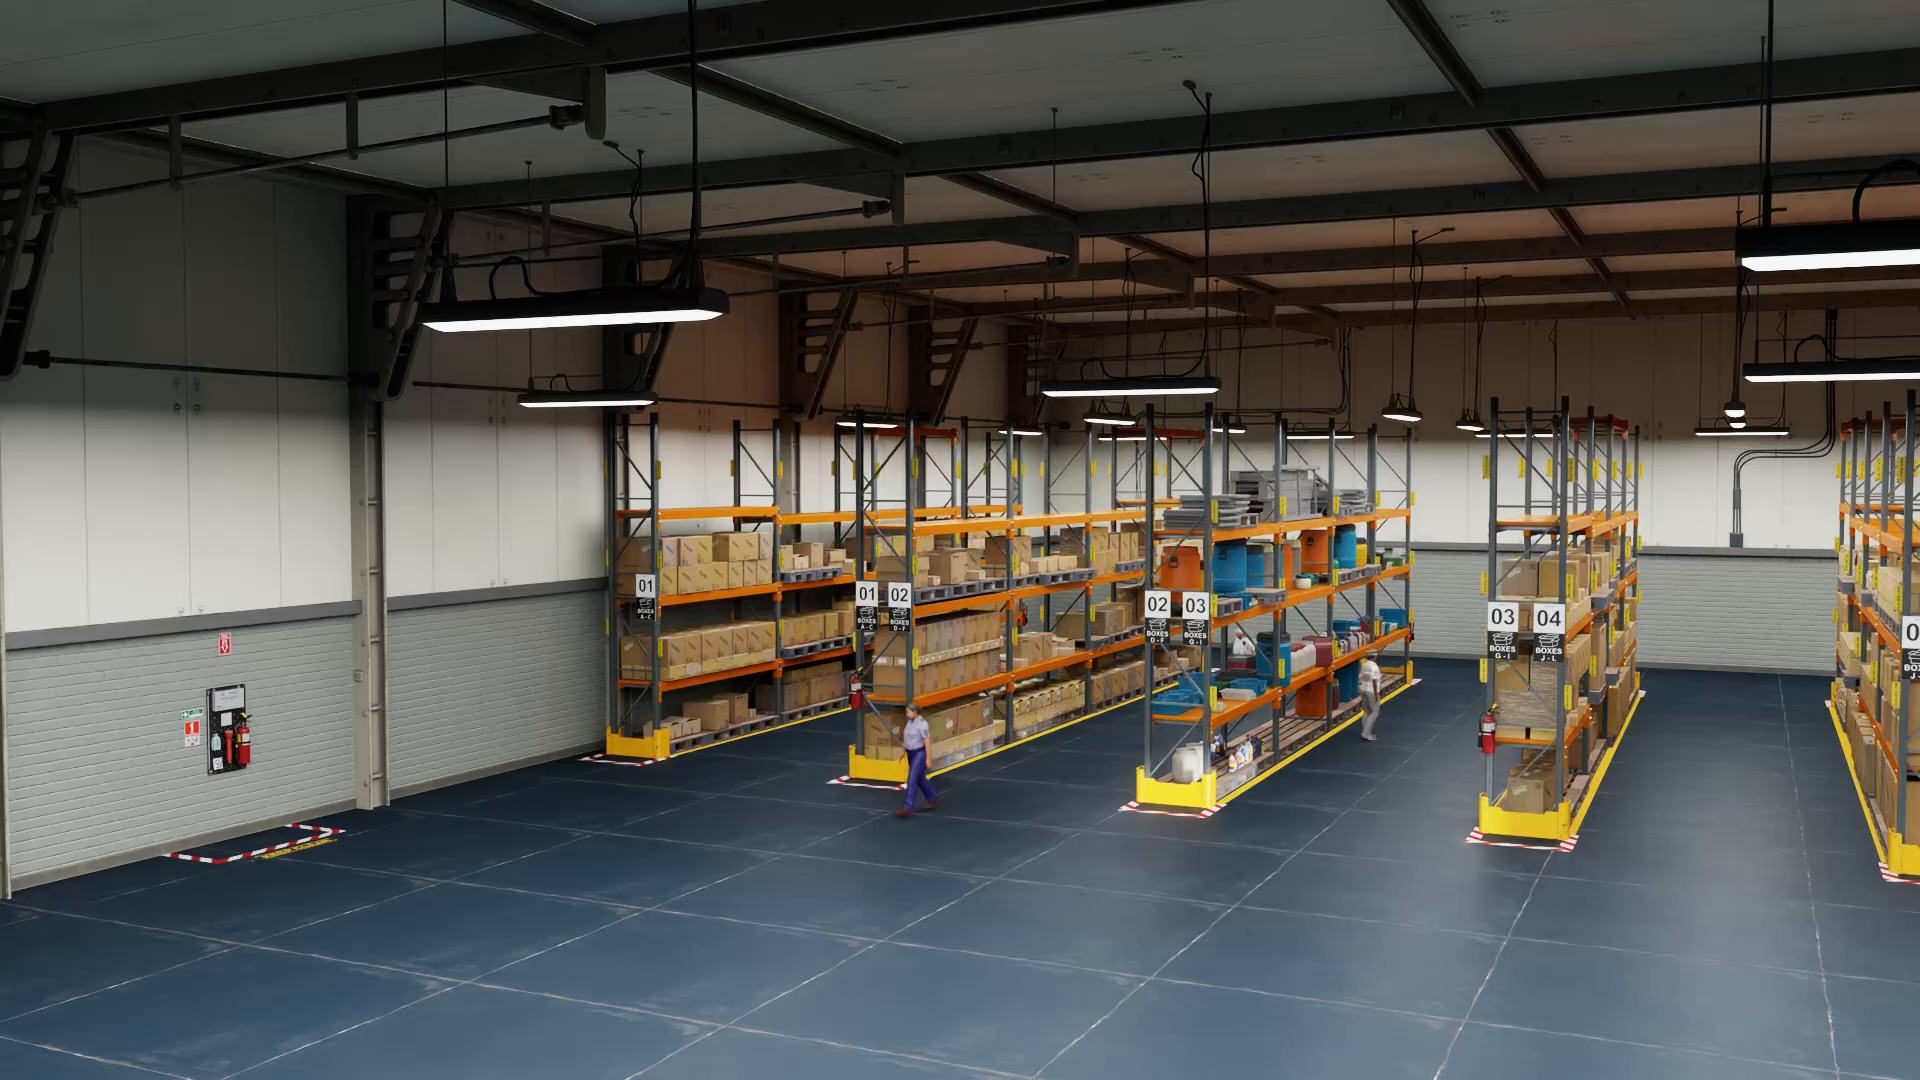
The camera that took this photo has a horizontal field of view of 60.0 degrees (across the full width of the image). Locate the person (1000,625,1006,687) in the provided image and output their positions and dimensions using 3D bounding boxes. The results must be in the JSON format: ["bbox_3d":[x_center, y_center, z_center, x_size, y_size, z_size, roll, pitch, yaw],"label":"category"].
[{"bbox_3d":[0.919,2.650,35.868,0.497,1.637,0.880,2,3,36],"label":"person"}]

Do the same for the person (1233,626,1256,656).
[{"bbox_3d":[6.172,2.677,35.946,0.552,1.647,0.553,-2,3,-45],"label":"person"}]

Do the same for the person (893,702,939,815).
[{"bbox_3d":[-0.658,3.170,24.302,0.895,1.603,0.521,-1,3,-29],"label":"person"}]

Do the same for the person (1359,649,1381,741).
[{"bbox_3d":[7.606,2.893,30.950,0.436,1.707,0.532,-1,3,-18],"label":"person"}]
